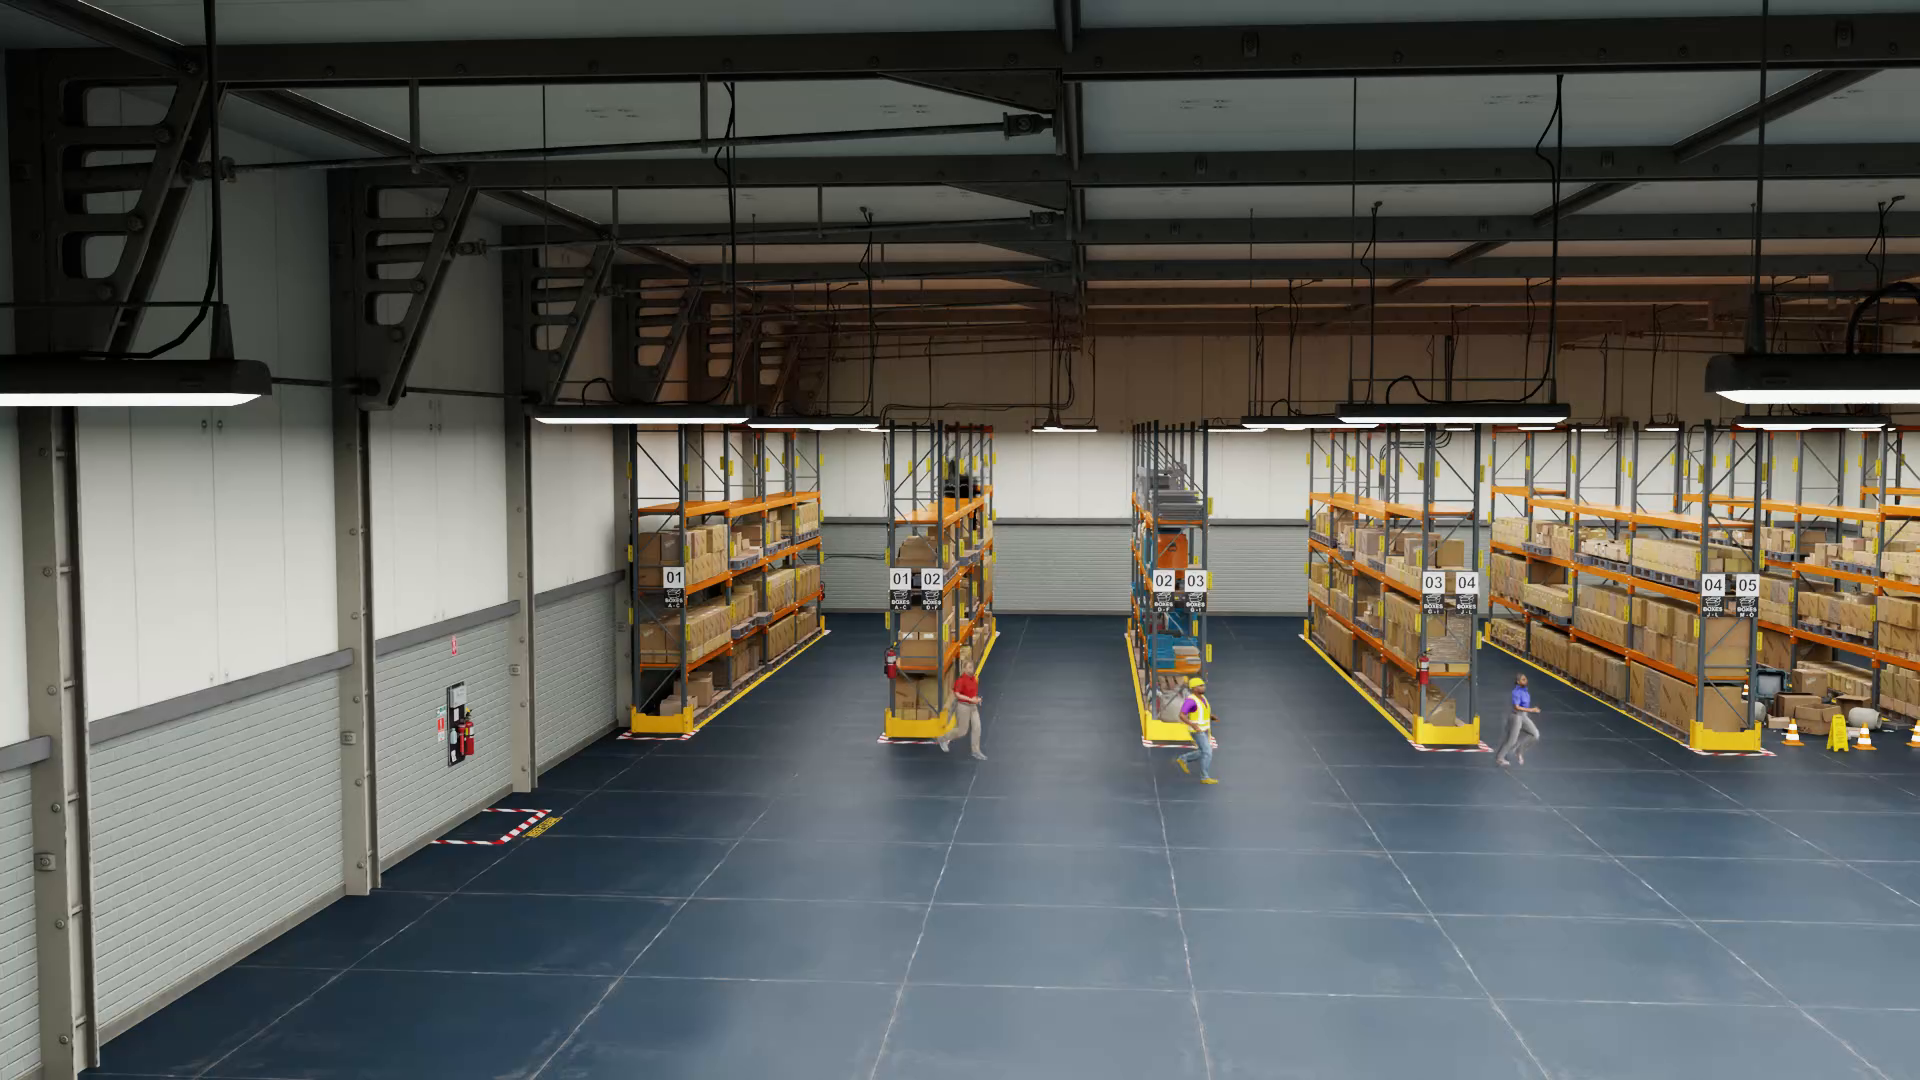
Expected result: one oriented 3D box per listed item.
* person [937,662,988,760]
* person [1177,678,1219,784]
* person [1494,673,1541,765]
[{"bbox_3d":[0.085,3.010,29.483,0.925,1.737,0.672,2,4,33],"label":"person"},{"bbox_3d":[3.894,3.127,27.346,0.795,1.732,0.702,2,4,33],"label":"person"},{"bbox_3d":[9.638,3.084,28.607,0.587,1.608,0.816,-3,5,-43],"label":"person"}]
